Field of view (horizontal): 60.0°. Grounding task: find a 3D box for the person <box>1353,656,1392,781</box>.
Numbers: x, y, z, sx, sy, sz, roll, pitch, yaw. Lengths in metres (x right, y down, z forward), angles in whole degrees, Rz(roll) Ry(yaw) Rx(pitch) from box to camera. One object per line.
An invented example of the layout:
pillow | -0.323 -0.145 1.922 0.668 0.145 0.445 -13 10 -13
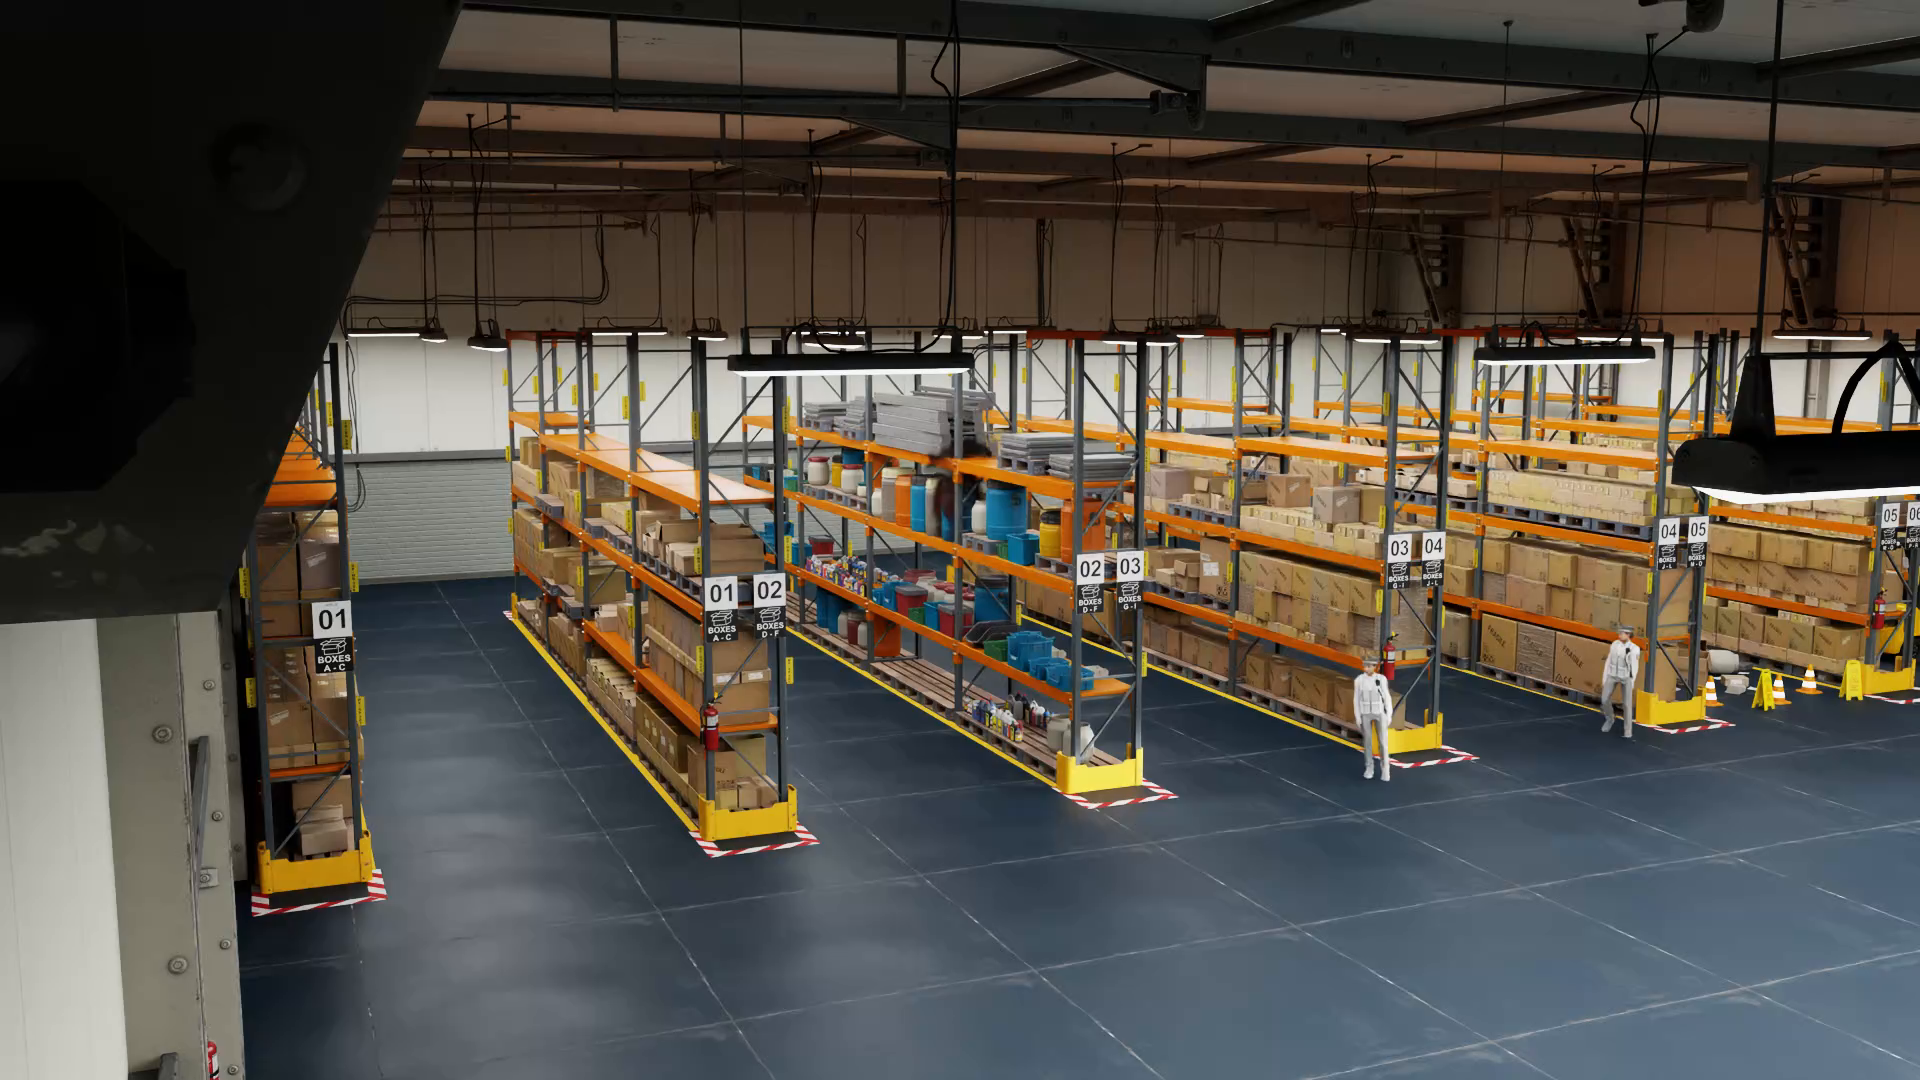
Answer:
person | 5.645 2.427 22.774 0.538 1.724 0.350 3 8 19

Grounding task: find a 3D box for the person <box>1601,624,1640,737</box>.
person | 9.949 2.105 25.042 0.496 1.686 0.402 6 10 39

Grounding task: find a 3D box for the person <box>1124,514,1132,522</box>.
person | 4.137 -0.288 42.405 0.452 1.681 0.437 4 9 25
